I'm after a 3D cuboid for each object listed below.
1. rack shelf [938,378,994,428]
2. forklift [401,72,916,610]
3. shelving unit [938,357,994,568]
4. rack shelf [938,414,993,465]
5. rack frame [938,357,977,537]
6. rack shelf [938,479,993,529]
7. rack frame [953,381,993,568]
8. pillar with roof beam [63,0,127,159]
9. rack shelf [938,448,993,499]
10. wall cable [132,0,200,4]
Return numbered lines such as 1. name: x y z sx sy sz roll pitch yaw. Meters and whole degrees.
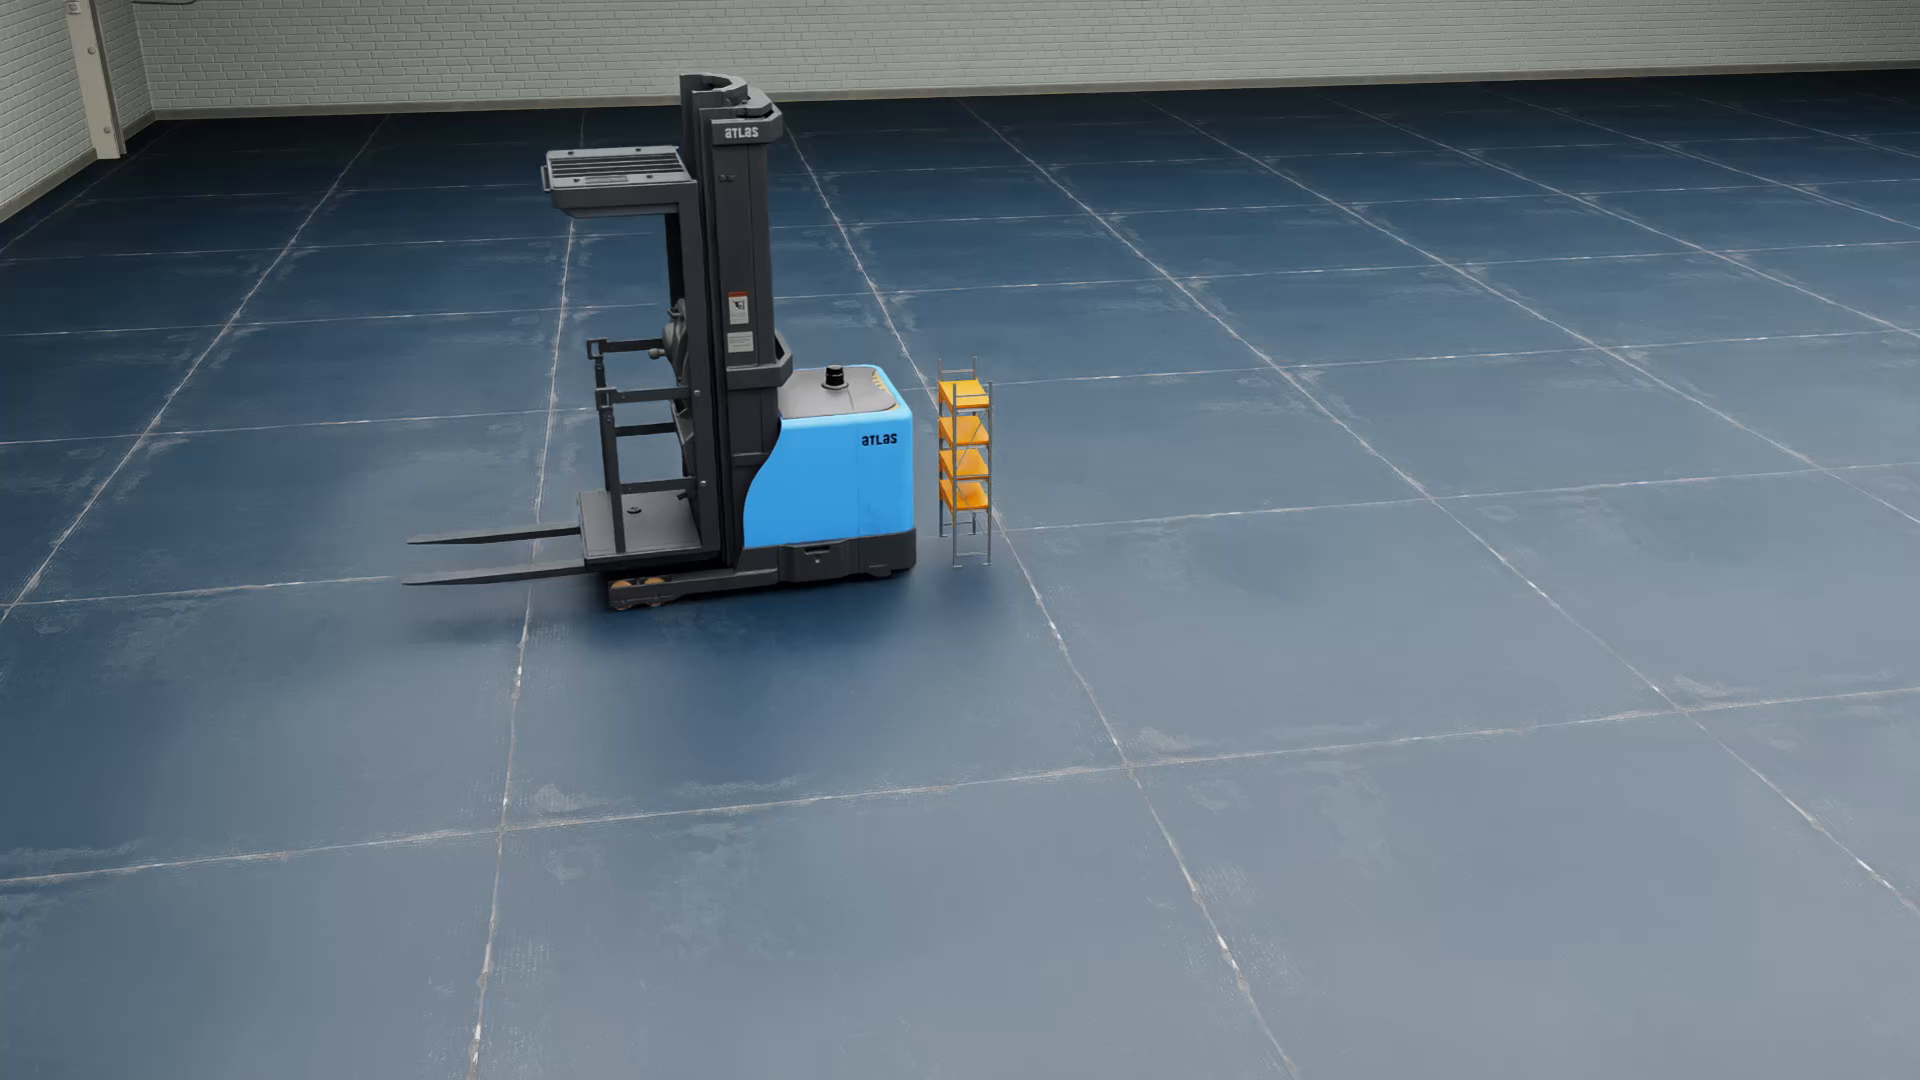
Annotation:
1. rack shelf: 0.031 -0.845 10.203 0.258 0.148 0.480 -4 24 -10
2. forklift: -1.844 -1.164 9.754 3.031 2.935 1.130 -6 24 -13
3. shelving unit: 0.031 -0.485 10.361 0.258 1.200 0.503 -4 24 -10
4. rack shelf: 0.031 -0.628 10.298 0.258 0.148 0.480 -4 24 -10
5. rack frame: -0.015 -0.581 10.581 0.240 1.200 0.015 -4 24 -10
6. rack shelf: 0.031 -0.241 10.467 0.258 0.148 0.480 -4 24 -10
7. rack frame: 0.076 -0.389 10.141 0.240 1.200 0.015 -4 24 -10
8. pillar with roof beam: -7.420 -9.714 21.748 9.100 9.000 0.400 -4 24 -10
9. rack shelf: 0.031 -0.423 10.388 0.258 0.148 0.480 -4 24 -10
10. wall cable: -10.896 -9.229 24.517 3.097 2.526 0.112 -4 24 -10
